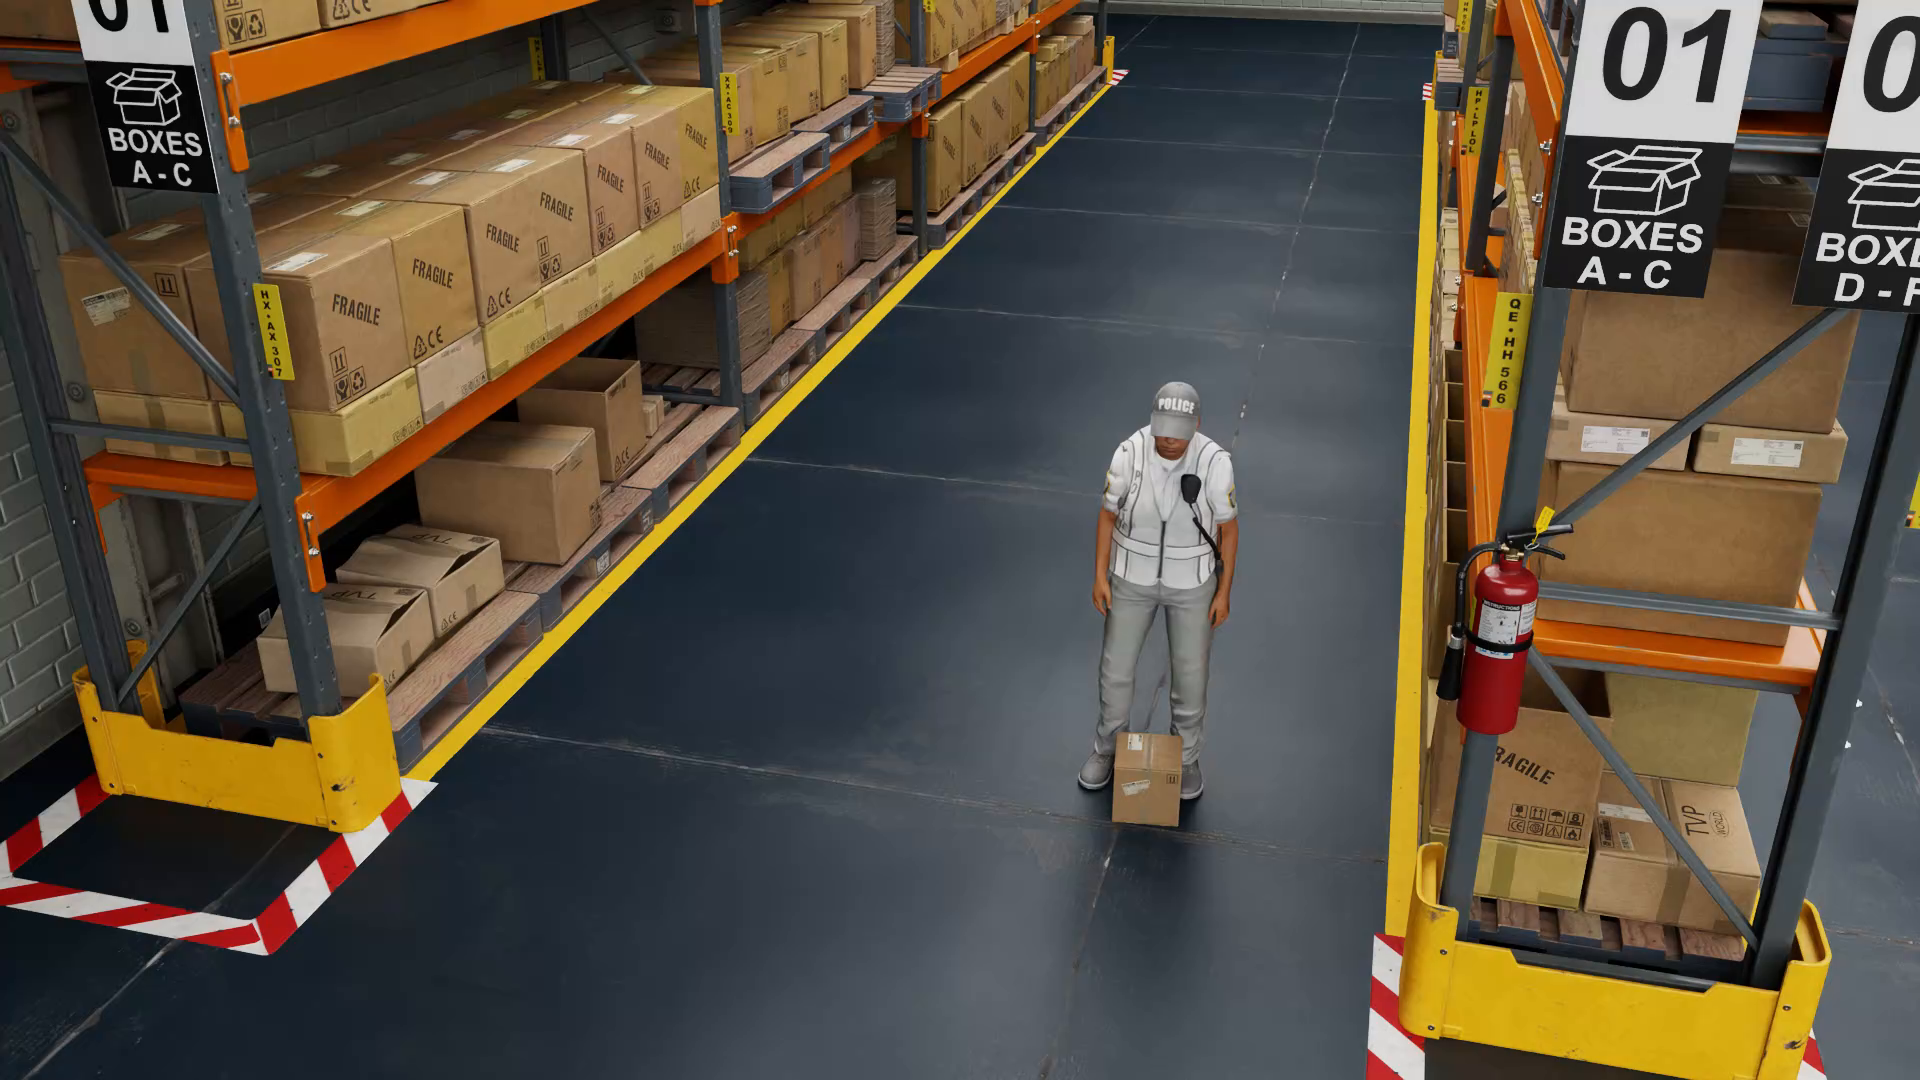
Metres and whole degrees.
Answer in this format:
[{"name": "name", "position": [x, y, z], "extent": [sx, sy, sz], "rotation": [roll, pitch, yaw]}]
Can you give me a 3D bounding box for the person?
[{"name": "person", "position": [0.751, 0.177, 6.229], "extent": [0.539, 1.666, 0.465], "rotation": [6, 26, 12]}]
